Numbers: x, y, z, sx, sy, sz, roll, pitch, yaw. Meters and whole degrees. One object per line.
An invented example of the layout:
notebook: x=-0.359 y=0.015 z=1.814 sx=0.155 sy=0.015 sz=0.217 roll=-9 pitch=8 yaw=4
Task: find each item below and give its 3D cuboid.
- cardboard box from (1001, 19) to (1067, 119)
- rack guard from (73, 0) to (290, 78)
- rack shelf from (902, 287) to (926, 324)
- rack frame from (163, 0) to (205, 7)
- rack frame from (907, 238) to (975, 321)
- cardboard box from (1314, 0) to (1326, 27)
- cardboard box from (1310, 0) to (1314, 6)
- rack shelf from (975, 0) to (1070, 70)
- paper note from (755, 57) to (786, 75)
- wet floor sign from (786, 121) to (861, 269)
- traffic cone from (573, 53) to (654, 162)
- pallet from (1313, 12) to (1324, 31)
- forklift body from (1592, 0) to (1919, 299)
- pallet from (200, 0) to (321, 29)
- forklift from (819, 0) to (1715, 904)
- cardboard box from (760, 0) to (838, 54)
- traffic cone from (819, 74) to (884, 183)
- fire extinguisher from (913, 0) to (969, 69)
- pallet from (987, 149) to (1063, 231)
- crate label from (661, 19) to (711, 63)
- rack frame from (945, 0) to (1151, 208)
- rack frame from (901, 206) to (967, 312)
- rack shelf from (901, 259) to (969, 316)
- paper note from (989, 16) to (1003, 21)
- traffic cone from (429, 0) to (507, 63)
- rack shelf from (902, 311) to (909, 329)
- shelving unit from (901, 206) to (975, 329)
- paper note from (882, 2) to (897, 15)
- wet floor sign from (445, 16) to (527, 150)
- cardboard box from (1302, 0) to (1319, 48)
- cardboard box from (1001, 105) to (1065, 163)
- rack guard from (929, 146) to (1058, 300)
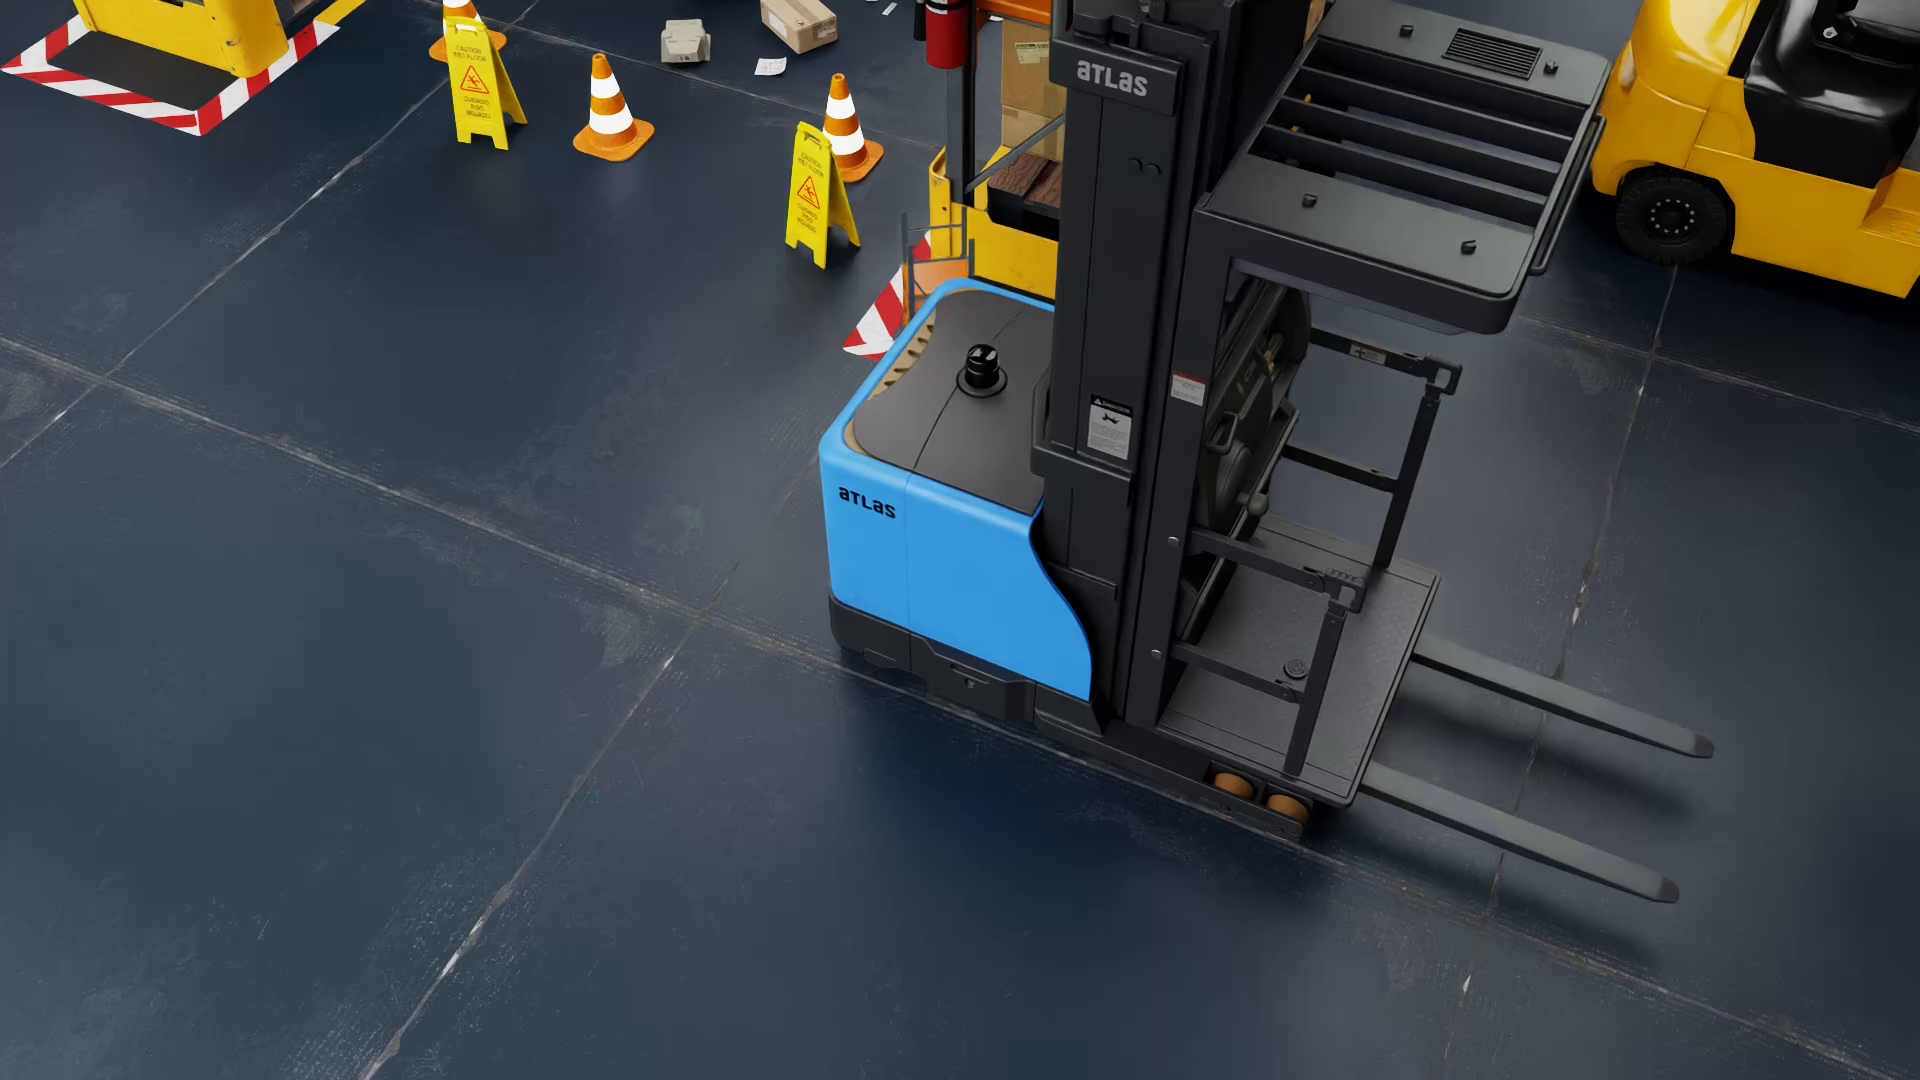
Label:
cardboard box: x=0.519 y=-2.253 z=7.550 sx=0.500 sy=0.500 sz=0.500 roll=20 pitch=53 yaw=16
rack guard: x=-4.116 y=-2.843 z=8.656 sx=1.175 sy=0.500 sz=0.348 roll=20 pitch=52 yaw=16
rack shelf: x=-0.080 y=-0.863 z=6.255 sx=0.258 sy=0.103 sz=0.180 roll=-6 pitch=50 yaw=-5
rack frame: x=-4.106 y=-3.670 z=7.718 sx=1.000 sy=3.000 sz=0.127 roll=20 pitch=52 yaw=16
rack frame: x=-0.067 y=-0.667 z=6.345 sx=0.240 sy=1.200 sz=0.006 roll=-6 pitch=50 yaw=-5
cardboard box: x=1.672 y=-2.915 z=8.606 sx=0.500 sy=0.250 sz=0.500 roll=21 pitch=53 yaw=17
cardboard box: x=1.458 y=-2.803 z=8.018 sx=0.500 sy=0.500 sz=0.500 roll=21 pitch=53 yaw=17
rack shelf: x=1.267 y=-3.273 z=7.853 sx=1.077 sy=0.370 sz=4.000 roll=20 pitch=52 yaw=16
paper note: x=-0.983 y=-2.465 z=8.643 sx=0.148 sy=0.019 sz=0.142 roll=4 pitch=50 yaw=3
wet floor sign: x=-0.636 y=-1.583 z=7.489 sx=0.232 sy=0.644 sz=0.267 roll=-37 pitch=59 yaw=-27
traffic cone: x=-1.719 y=-2.150 z=8.090 sx=0.336 sy=0.463 sz=0.334 roll=20 pitch=52 yaw=16
pallet: x=1.347 y=-2.663 z=8.692 sx=1.003 sy=0.211 sz=1.213 roll=20 pitch=52 yaw=16
forklift body: x=4.063 y=-2.141 z=6.974 sx=2.313 sy=2.155 sz=1.214 roll=20 pitch=52 yaw=16
pallet: x=-3.835 y=-3.342 z=9.271 sx=1.003 sy=0.211 sz=1.213 roll=20 pitch=52 yaw=16
forklift: x=1.073 y=-0.390 z=4.973 sx=3.031 sy=2.935 sz=1.130 roll=21 pitch=53 yaw=17
cardboard box: x=-0.854 y=-2.764 z=8.820 sx=0.250 sy=0.149 sz=0.380 roll=-28 pitch=55 yaw=-22
traffic cone: x=-0.570 y=-2.023 z=7.982 sx=0.336 sy=0.463 sz=0.334 roll=20 pitch=52 yaw=16
fire extinguisher: x=-0.053 y=-2.175 z=6.497 sx=0.296 sy=0.674 sz=0.183 roll=20 pitch=52 yaw=16
pallet: x=0.824 y=-1.826 z=7.980 sx=1.003 sy=0.211 sz=1.213 roll=20 pitch=52 yaw=16
crate label: x=-1.439 y=-2.606 z=8.692 sx=0.250 sy=0.136 sz=0.298 roll=-4 pitch=50 yaw=-3
rack frame: x=0.413 y=-2.129 z=6.407 sx=1.000 sy=3.000 sz=0.127 roll=20 pitch=52 yaw=16
rack frame: x=-0.093 y=-0.806 z=6.462 sx=0.240 sy=1.200 sz=0.006 roll=-6 pitch=50 yaw=-5
rack shelf: x=-0.080 y=-0.941 z=6.163 sx=0.258 sy=0.103 sz=0.180 roll=-6 pitch=50 yaw=-5
paper note: x=0.203 y=-2.852 z=8.971 sx=0.142 sy=0.019 sz=0.148 roll=4 pitch=50 yaw=3
traffic cone: x=-2.595 y=-2.751 z=8.603 sx=0.336 sy=0.463 sz=0.334 roll=20 pitch=52 yaw=16
rack shelf: x=-0.080 y=-0.785 z=6.346 sx=0.258 sy=0.103 sz=0.180 roll=-6 pitch=50 yaw=-5
shelving unit: x=-0.080 y=-0.736 z=6.404 sx=0.258 sy=1.200 sz=0.189 roll=-6 pitch=50 yaw=-5
paper note: x=-0.380 y=-2.877 z=9.007 sx=0.032 sy=0.001 sz=0.123 roll=20 pitch=52 yaw=16
wet floor sign: x=-2.328 y=-2.243 z=8.050 sx=0.267 sy=0.644 sz=0.232 roll=12 pitch=51 yaw=10
cardboard box: x=1.454 y=-2.568 z=8.311 sx=0.500 sy=0.250 sz=0.500 roll=23 pitch=53 yaw=18
cardboard box: x=0.525 y=-2.035 z=7.857 sx=0.500 sy=0.250 sz=0.500 roll=20 pitch=52 yaw=16
rack guard: x=0.445 y=-1.371 z=7.404 sx=1.175 sy=0.500 sz=0.348 roll=20 pitch=52 yaw=16
